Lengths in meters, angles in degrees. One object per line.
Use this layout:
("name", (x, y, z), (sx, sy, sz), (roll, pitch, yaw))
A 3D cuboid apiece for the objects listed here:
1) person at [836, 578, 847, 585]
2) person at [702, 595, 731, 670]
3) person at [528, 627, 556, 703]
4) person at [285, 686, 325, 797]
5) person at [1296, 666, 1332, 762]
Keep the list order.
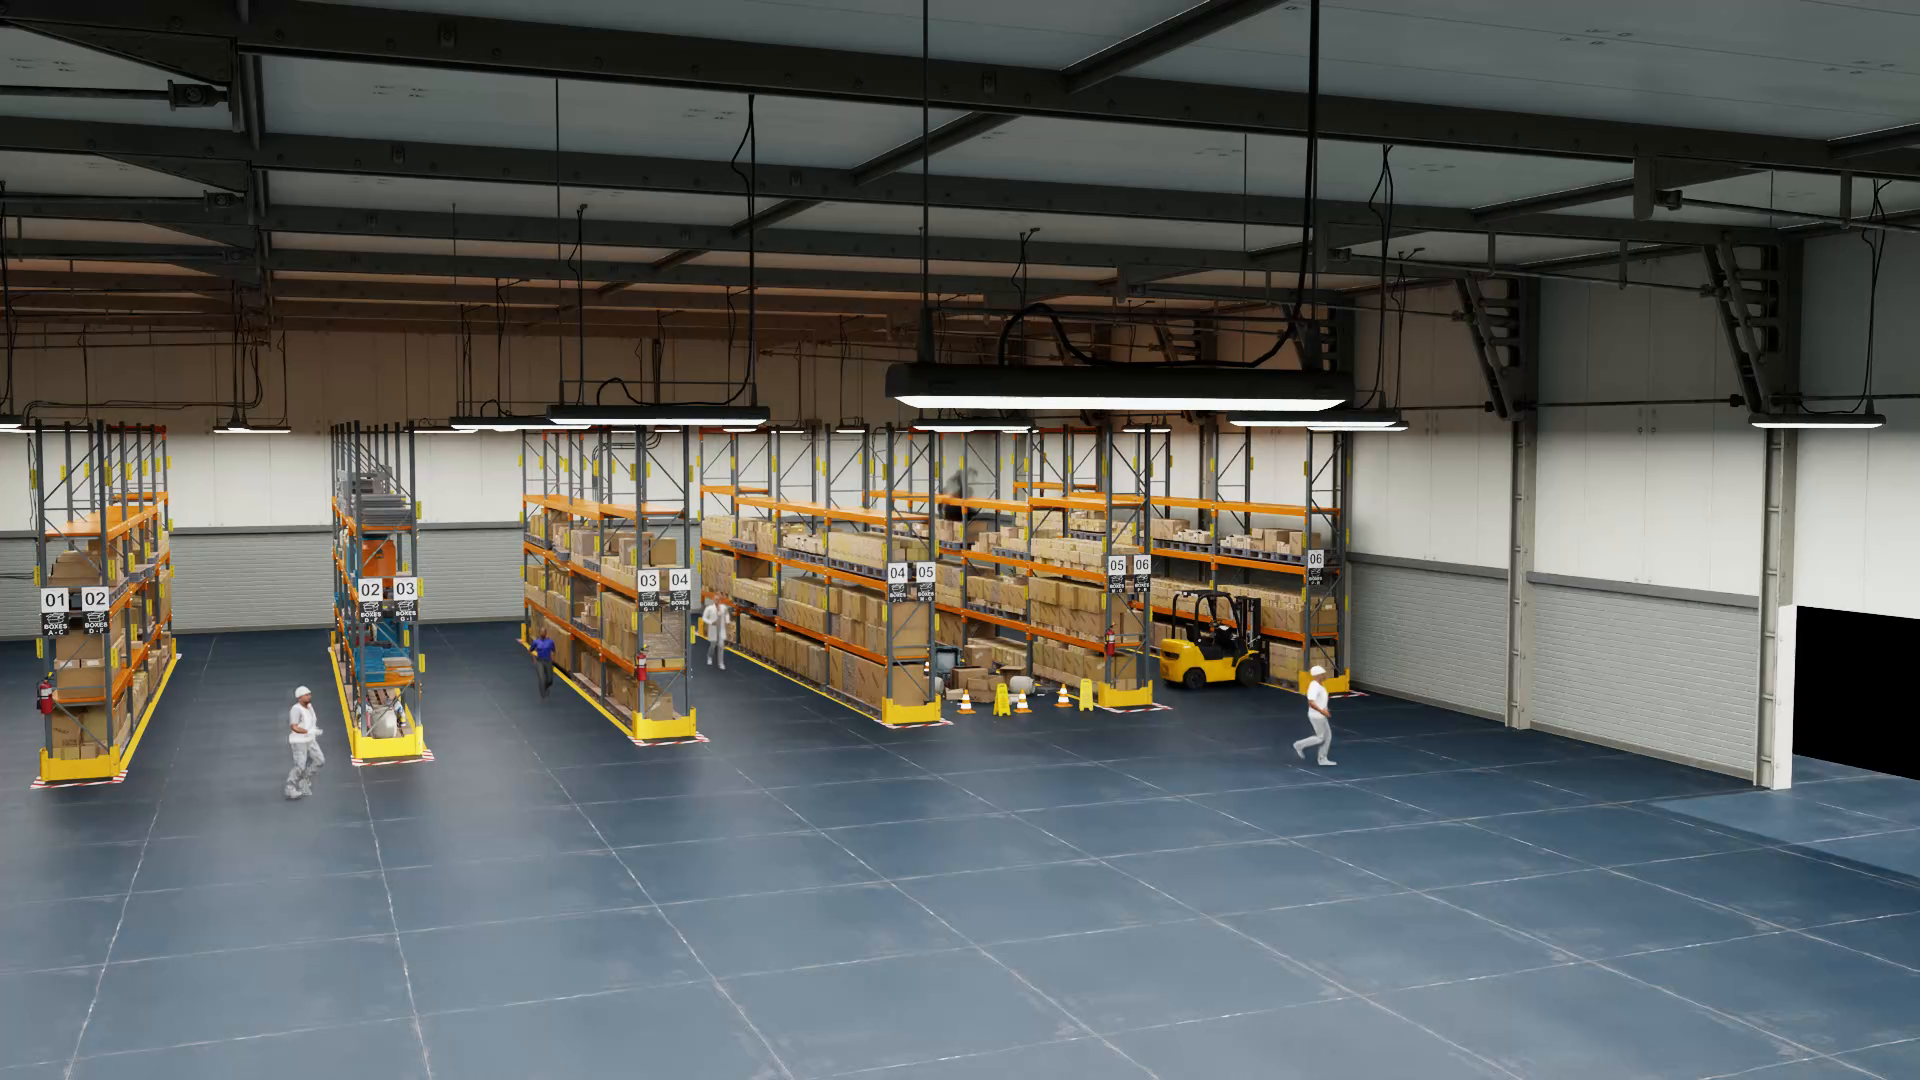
("person", (-3.396, 1.791, 51.174), (0.833, 1.506, 0.526), (-1, 4, -9))
("person", (-6.023, 2.264, 41.141), (0.734, 1.799, 0.934), (-2, 4, -25))
("person", (-8.997, 2.719, 35.871), (0.579, 1.521, 0.678), (-2, 4, -23))
("person", (-10.337, 3.203, 26.301), (0.687, 1.795, 0.708), (0, 4, 8))
("person", (6.155, 3.020, 28.881), (0.610, 1.671, 0.691), (1, 4, 17))
